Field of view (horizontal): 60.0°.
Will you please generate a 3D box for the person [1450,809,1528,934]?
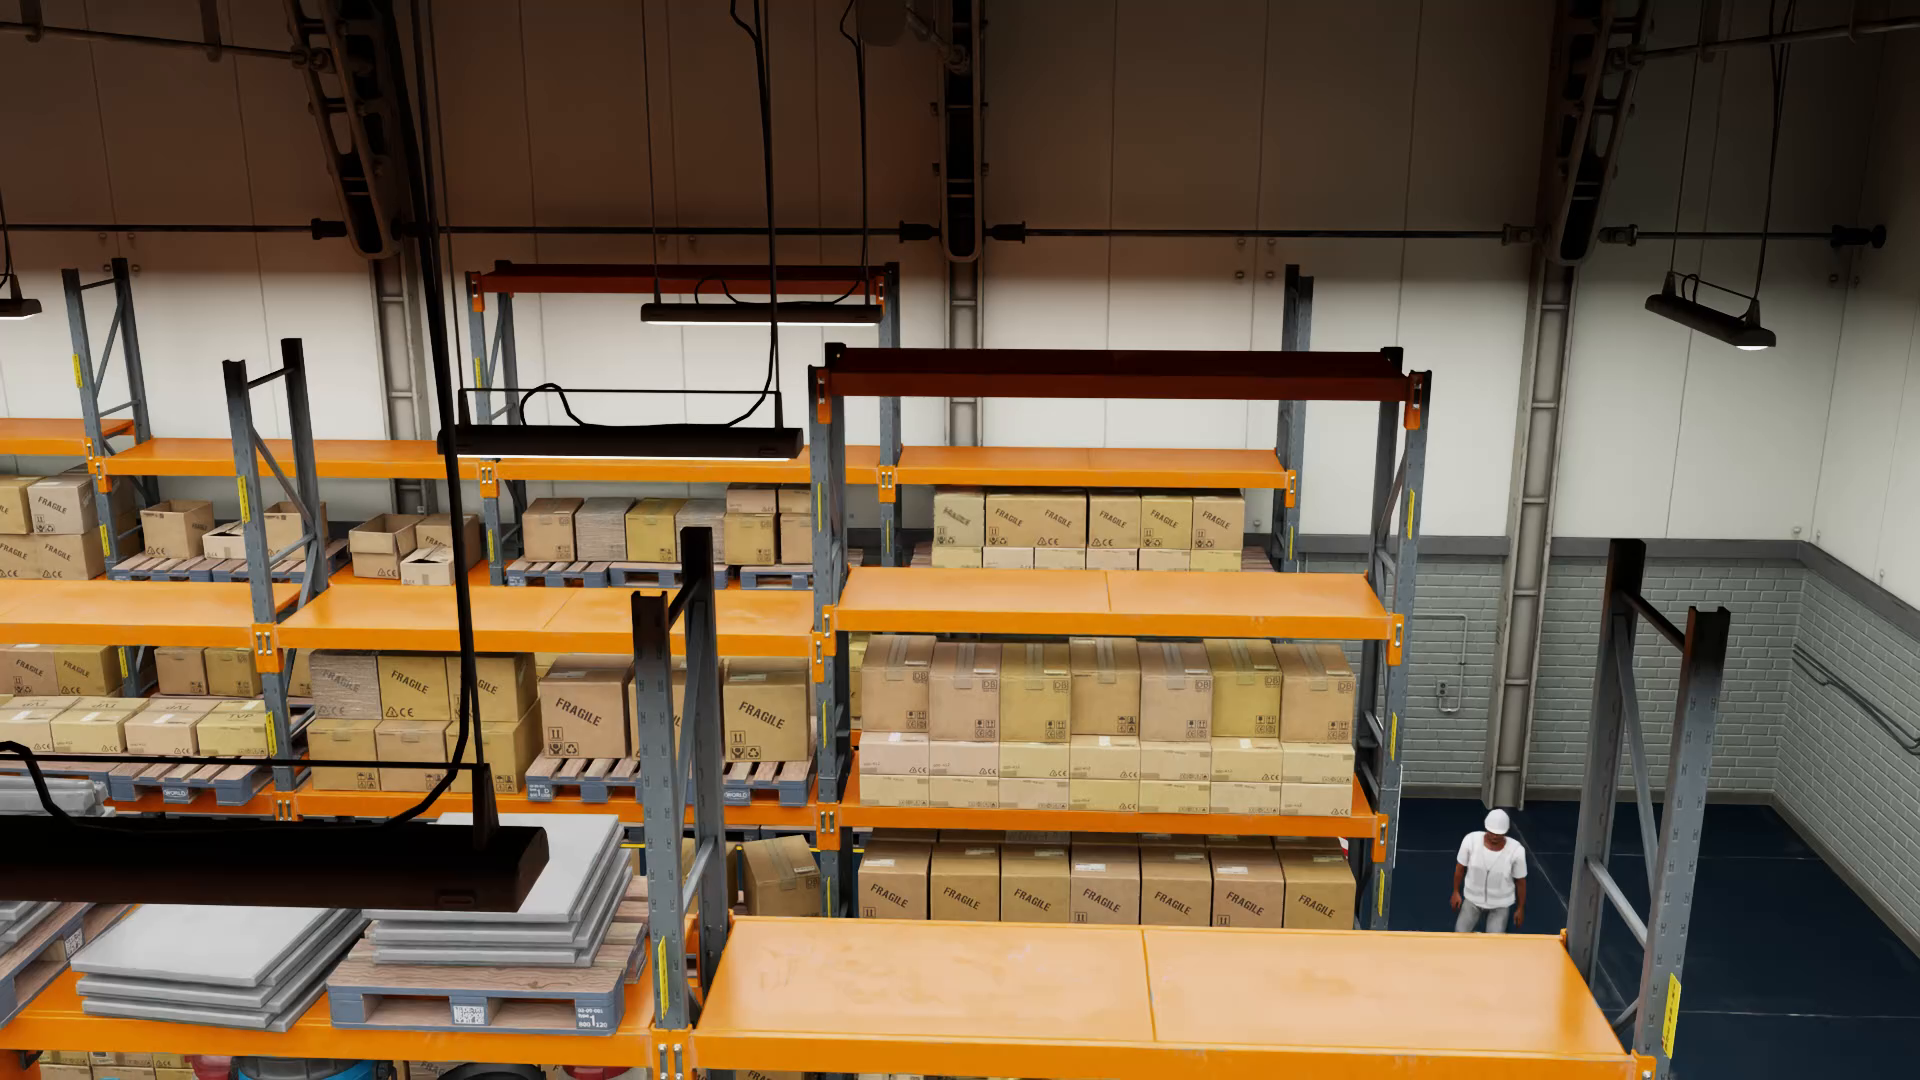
[{"bbox_3d":[4.648,3.142,14.603,0.632,1.757,0.656,8,18,26],"label":"person"}]
